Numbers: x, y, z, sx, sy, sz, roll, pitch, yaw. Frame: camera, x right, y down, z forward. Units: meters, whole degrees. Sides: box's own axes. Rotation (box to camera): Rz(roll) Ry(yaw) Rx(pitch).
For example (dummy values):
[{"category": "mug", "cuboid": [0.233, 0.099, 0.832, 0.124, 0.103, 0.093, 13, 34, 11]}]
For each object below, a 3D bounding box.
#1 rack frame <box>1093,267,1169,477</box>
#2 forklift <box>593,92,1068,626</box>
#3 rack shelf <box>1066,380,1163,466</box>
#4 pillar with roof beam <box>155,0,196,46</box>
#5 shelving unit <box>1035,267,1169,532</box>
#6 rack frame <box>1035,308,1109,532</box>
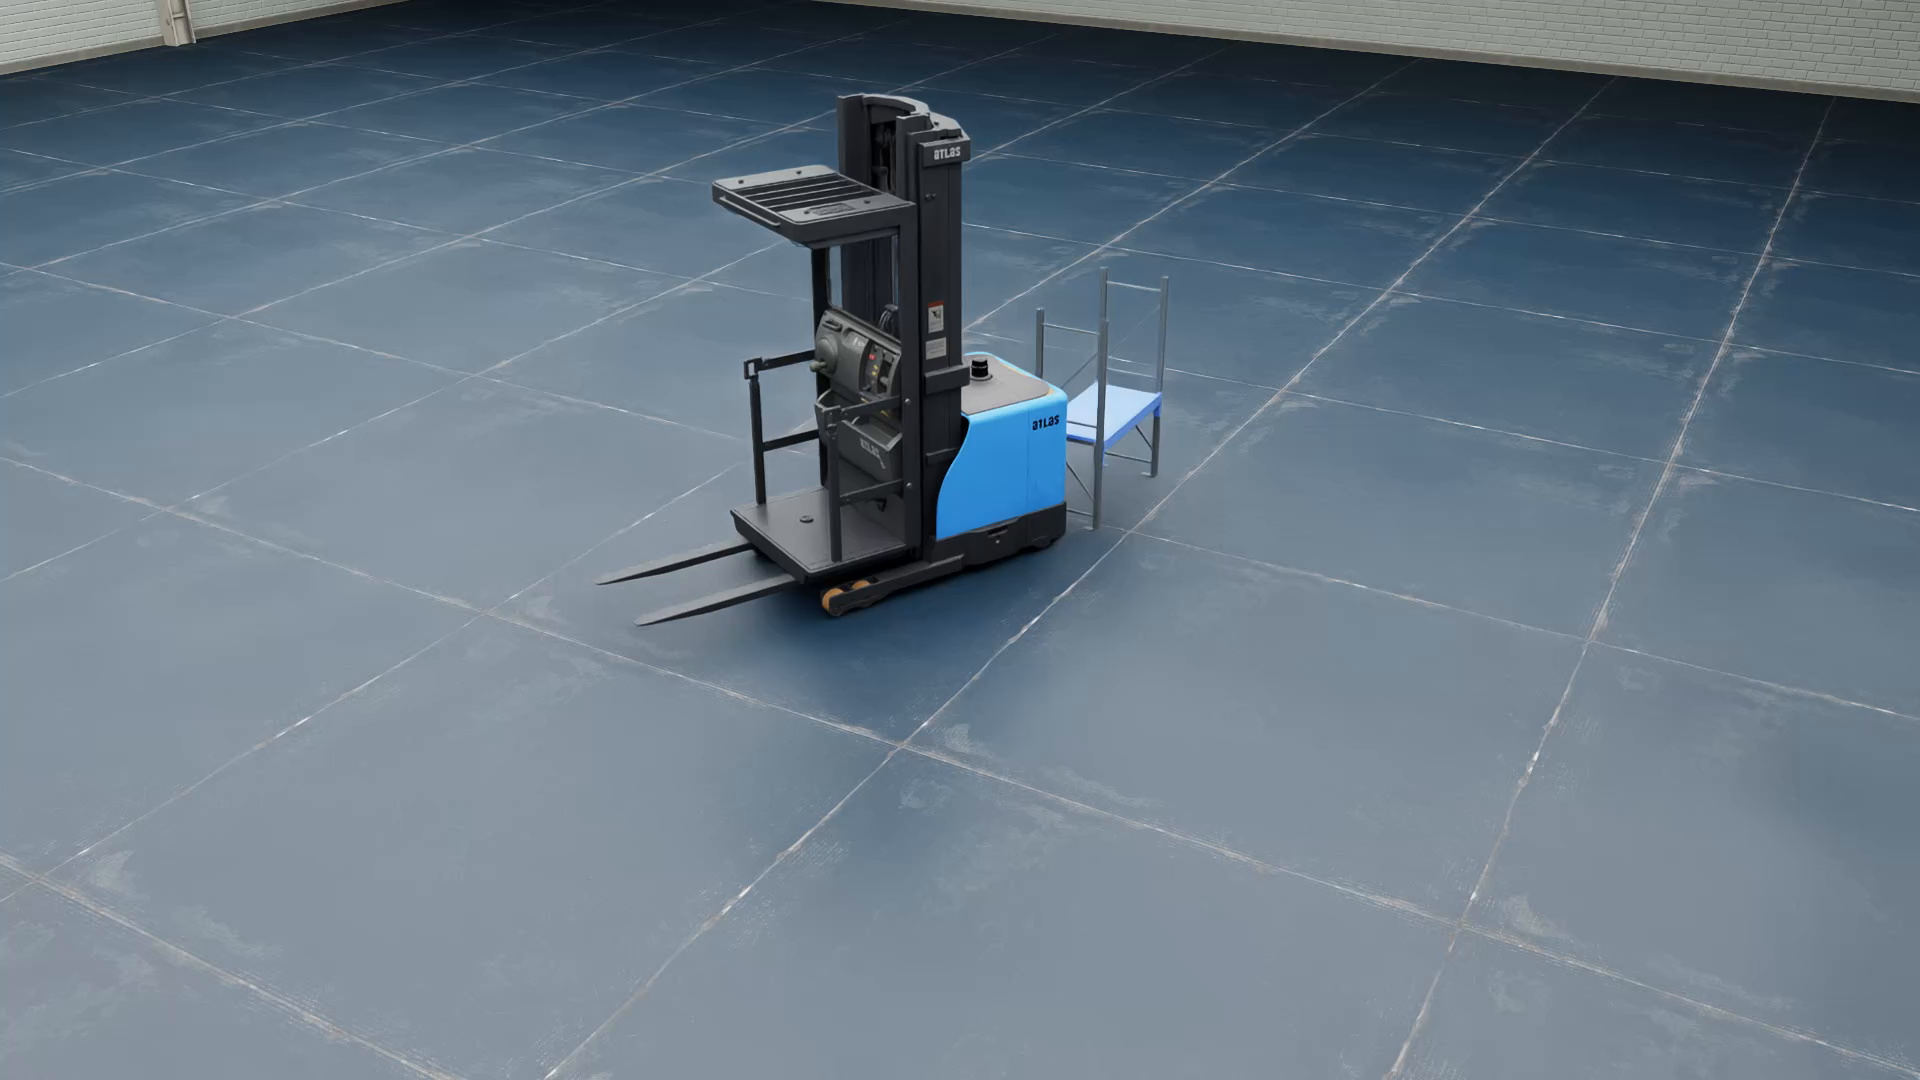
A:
[{"category": "rack frame", "cuboid": [1.210, -1.184, 11.860, 0.500, 1.500, 0.032, 14, 30, 25]}, {"category": "forklift", "cuboid": [-0.802, -1.113, 10.118, 3.031, 2.935, 1.130, -17, 31, -30]}, {"category": "rack shelf", "cuboid": [0.967, -0.824, 11.541, 0.538, 0.185, 1.000, 14, 30, 25]}, {"category": "pillar with roof beam", "cuboid": [-9.226, -11.334, 23.759, 9.100, 9.000, 0.400, 14, 30, 26]}, {"category": "shelving unit", "cuboid": [0.967, -0.984, 11.461, 0.538, 1.500, 1.048, 14, 30, 25]}, {"category": "rack frame", "cuboid": [0.725, -0.784, 11.061, 0.500, 1.500, 0.032, 14, 30, 25]}]
